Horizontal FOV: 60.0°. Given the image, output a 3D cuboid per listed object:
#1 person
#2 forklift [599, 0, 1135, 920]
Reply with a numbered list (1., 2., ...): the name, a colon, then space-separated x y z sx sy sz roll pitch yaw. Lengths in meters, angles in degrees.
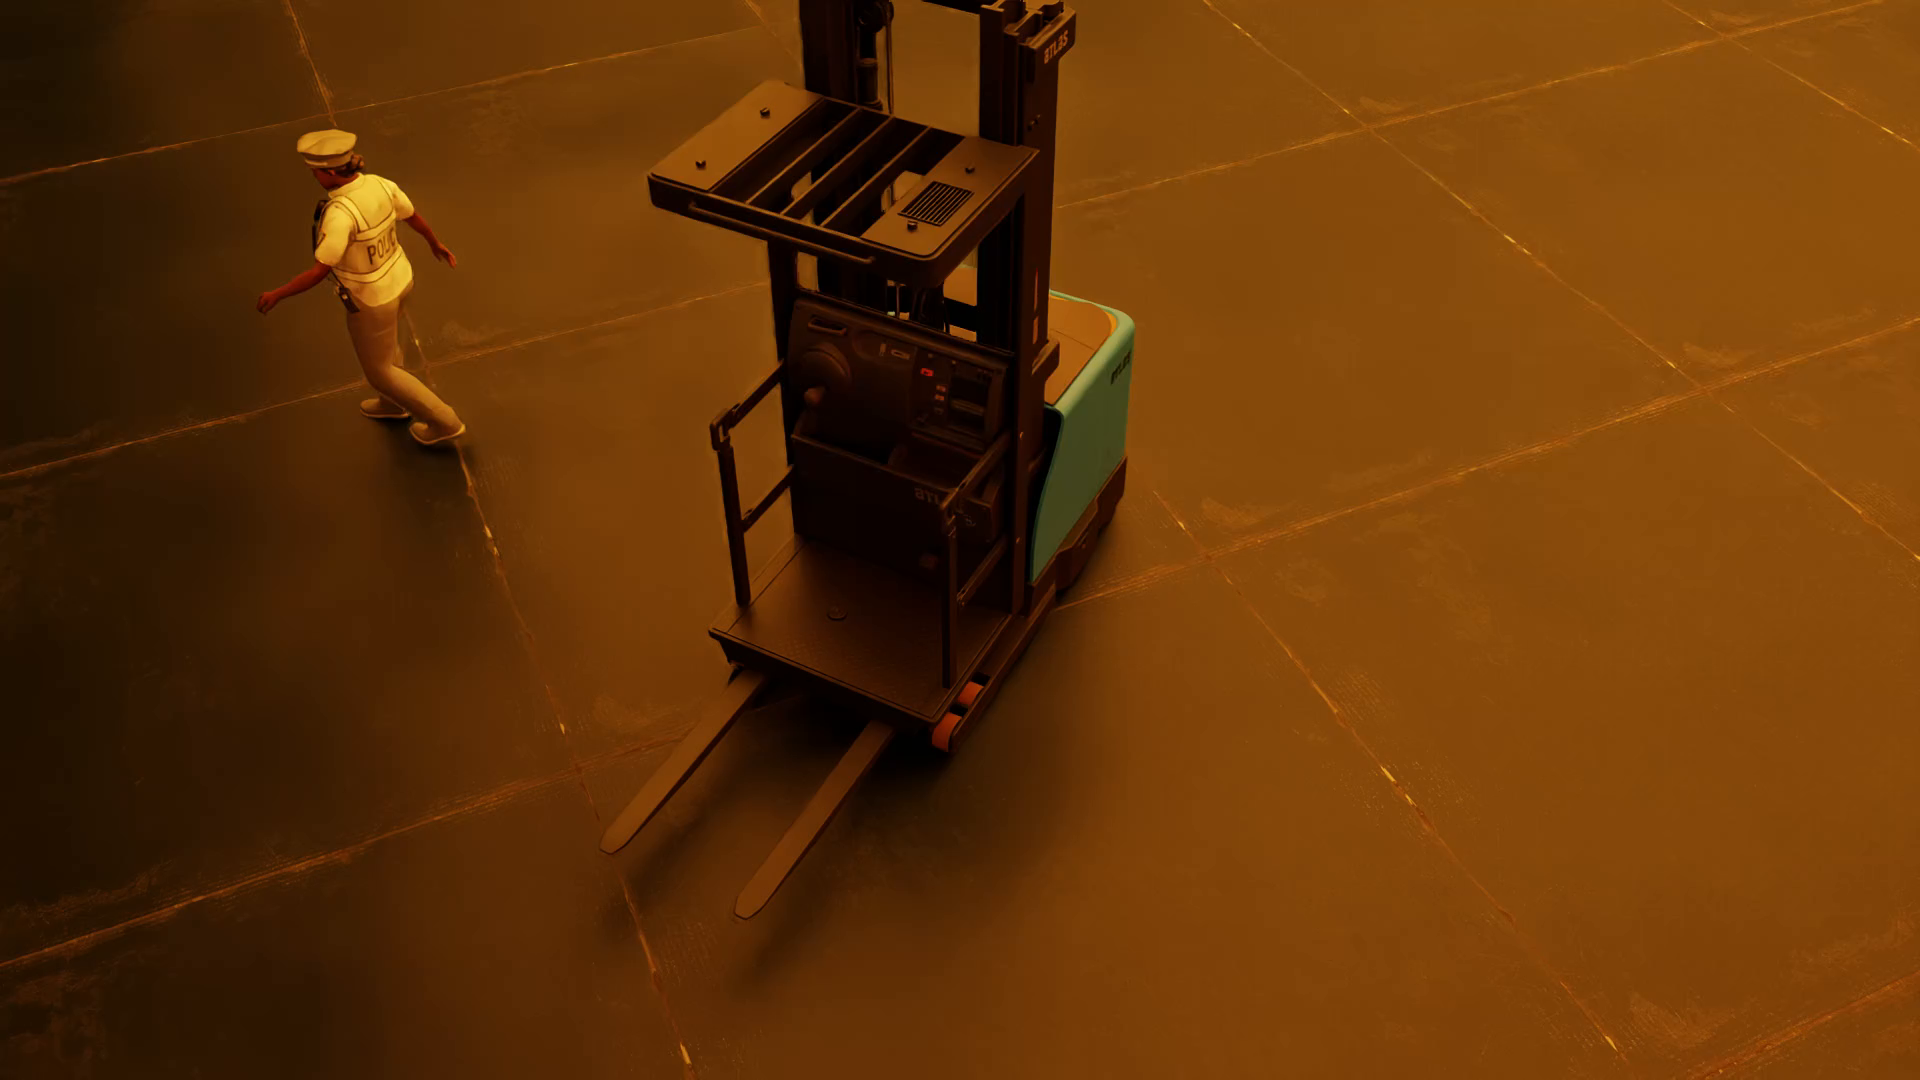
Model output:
1. person: -2.792 -1.189 7.911 0.710 1.645 0.850 9 44 9
2. forklift: -0.352 -0.549 6.269 1.130 2.935 3.031 20 47 20
